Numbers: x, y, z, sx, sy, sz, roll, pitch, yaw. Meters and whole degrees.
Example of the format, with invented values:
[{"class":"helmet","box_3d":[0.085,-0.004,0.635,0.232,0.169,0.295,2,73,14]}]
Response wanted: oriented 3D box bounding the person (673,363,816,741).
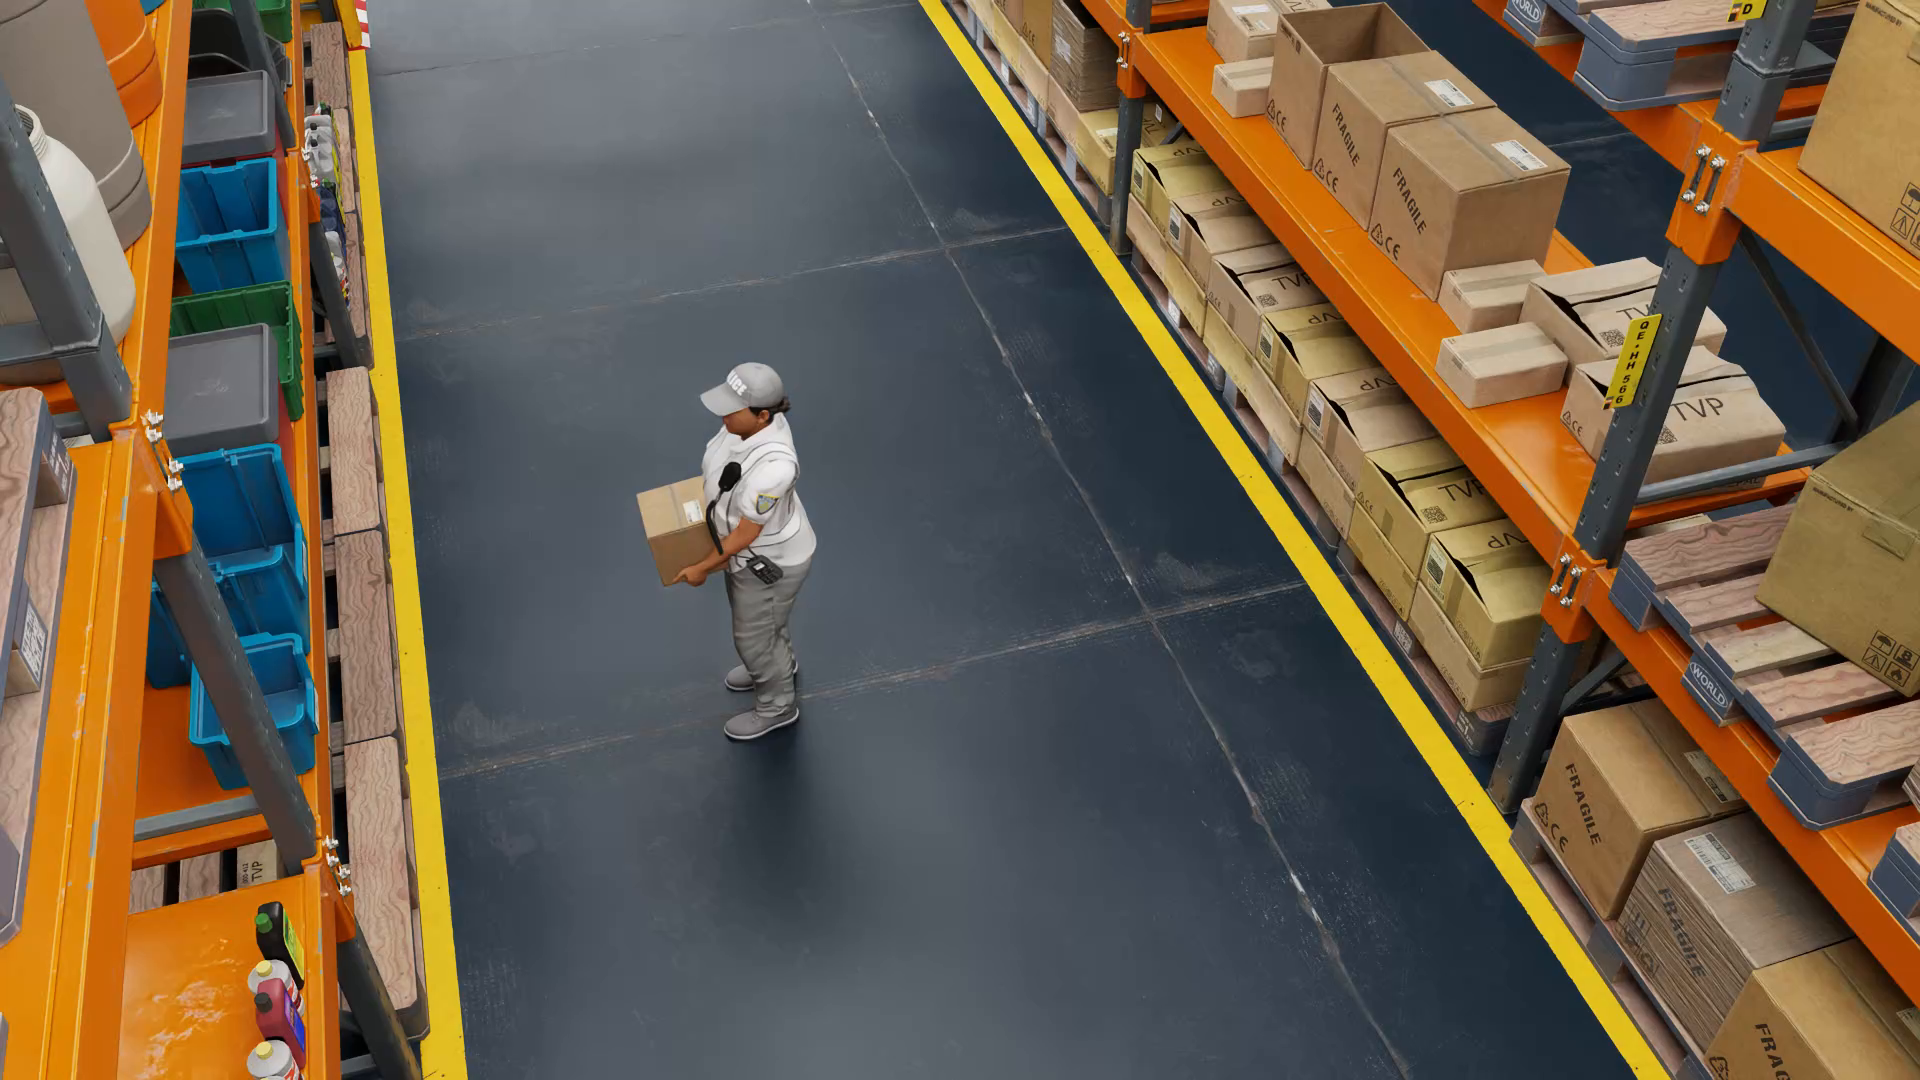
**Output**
[{"class":"person","box_3d":[-0.803,0.050,6.111,0.537,1.662,0.453,-12,44,-12]}]
